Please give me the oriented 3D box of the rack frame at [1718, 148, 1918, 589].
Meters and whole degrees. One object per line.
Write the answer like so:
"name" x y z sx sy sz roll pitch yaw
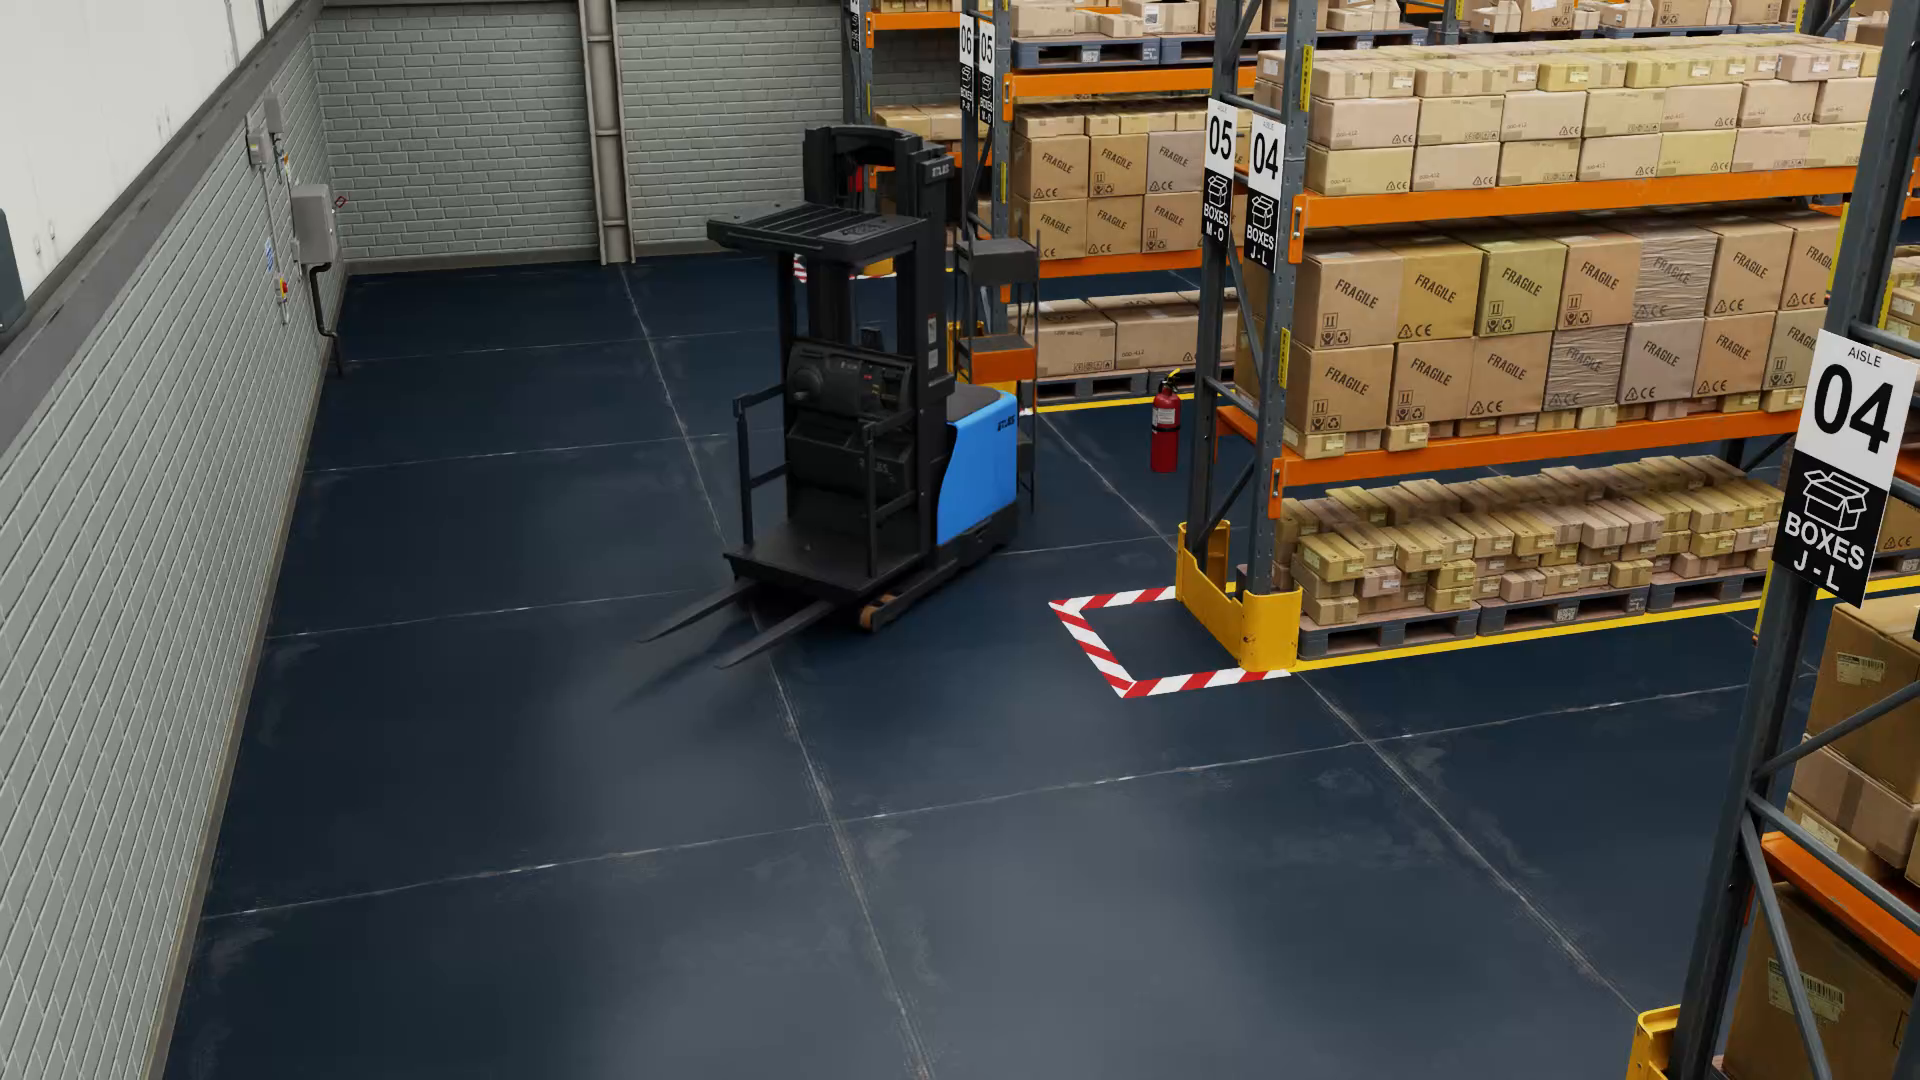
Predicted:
"rack frame" 5.493 -1.240 10.836 0.127 3.000 1.000 -6 24 -14

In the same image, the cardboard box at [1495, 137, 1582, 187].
"cardboard box" 3.144 -2.189 9.433 0.500 0.250 0.500 -7 24 -16

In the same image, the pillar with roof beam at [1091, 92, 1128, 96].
"pillar with roof beam" 2.963 -6.383 15.214 0.400 9.000 9.100 -6 24 -14

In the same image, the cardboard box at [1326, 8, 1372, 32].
"cardboard box" 3.275 -4.393 14.039 0.250 0.149 0.380 -6 24 -13

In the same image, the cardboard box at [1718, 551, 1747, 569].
"cardboard box" 4.935 0.044 10.926 0.250 0.149 0.380 -6 24 -13

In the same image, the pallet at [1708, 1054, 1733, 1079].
"pallet" 3.633 2.246 6.247 1.213 0.211 1.003 -6 24 -14

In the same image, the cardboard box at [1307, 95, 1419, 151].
"cardboard box" 2.144 -2.302 9.064 0.500 0.250 0.500 -6 24 -14

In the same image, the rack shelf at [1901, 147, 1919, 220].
"rack shelf" 7.419 -2.501 10.883 4.000 0.370 1.077 -6 24 -14

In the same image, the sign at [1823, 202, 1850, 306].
"sign" 2.751 -0.877 5.162 0.005 0.325 0.100 -6 24 -14

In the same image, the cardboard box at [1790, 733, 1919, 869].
"cardboard box" 3.279 0.860 5.755 0.500 0.250 0.500 -7 24 -15

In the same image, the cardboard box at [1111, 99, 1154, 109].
"cardboard box" 1.487 -3.708 14.370 0.250 0.149 0.380 -7 24 -15

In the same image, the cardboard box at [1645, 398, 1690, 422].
"cardboard box" 4.281 -0.872 10.298 0.250 0.149 0.380 -7 24 -17

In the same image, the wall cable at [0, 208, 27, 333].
"wall cable" -3.491 -3.862 5.258 0.120 5.999 2.277 -6 24 -14

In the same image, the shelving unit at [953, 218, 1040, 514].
"shelving unit" 0.250 -1.203 11.892 0.503 2.100 0.431 -7 24 -16

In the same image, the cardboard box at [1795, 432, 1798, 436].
"cardboard box" 6.142 -0.804 11.507 0.500 0.250 0.500 -7 24 -16

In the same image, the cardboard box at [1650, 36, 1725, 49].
"cardboard box" 4.387 -2.949 10.064 0.250 0.149 0.380 -7 24 -16

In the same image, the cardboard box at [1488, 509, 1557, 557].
"cardboard box" 3.500 -0.045 10.379 0.250 0.149 0.380 -6 24 -14

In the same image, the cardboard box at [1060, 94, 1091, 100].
"cardboard box" 1.208 -5.348 19.271 0.500 0.500 0.500 -7 24 -16

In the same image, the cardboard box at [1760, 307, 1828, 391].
"cardboard box" 5.104 -1.264 10.388 0.500 0.500 0.500 -6 24 -14

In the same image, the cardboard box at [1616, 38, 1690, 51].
"cardboard box" 4.144 -2.913 9.982 0.250 0.149 0.380 -7 24 -16

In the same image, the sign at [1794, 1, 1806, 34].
"sign" 5.340 -3.247 10.555 0.005 0.325 0.100 -6 24 -14

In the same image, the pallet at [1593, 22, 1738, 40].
"pallet" 6.228 -4.617 15.142 1.213 0.211 1.003 -5 24 -12

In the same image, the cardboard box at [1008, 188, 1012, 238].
"cardboard box" 0.600 -2.880 14.532 0.500 0.500 0.500 -6 24 -14

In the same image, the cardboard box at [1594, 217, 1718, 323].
"cardboard box" 4.120 -1.623 9.957 0.500 0.500 0.500 -6 24 -13

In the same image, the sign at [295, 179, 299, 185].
"sign" -5.975 -3.008 15.077 0.001 0.494 0.329 -6 24 -14

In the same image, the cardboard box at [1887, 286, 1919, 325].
"cardboard box" 5.996 -1.458 10.376 0.250 0.149 0.380 -5 24 -12

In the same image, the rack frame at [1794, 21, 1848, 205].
"rack frame" 7.910 -3.535 16.184 0.127 3.000 1.000 -6 24 -14

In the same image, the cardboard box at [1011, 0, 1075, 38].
"cardboard box" 0.616 -4.313 13.725 0.500 0.250 0.500 -9 25 -19

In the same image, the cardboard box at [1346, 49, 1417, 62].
"cardboard box" 2.393 -2.700 9.485 0.250 0.149 0.380 -7 24 -16

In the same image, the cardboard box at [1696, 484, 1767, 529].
"cardboard box" 4.985 -0.217 10.781 0.250 0.149 0.380 -6 24 -14

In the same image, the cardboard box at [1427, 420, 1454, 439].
"cardboard box" 2.762 -0.739 9.988 0.250 0.149 0.380 -5 24 -12

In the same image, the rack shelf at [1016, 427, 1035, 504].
"rack shelf" 0.250 -0.548 12.173 0.480 0.518 0.431 -7 24 -16

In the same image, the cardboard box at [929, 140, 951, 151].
"cardboard box" -0.271 -4.468 18.677 0.250 0.149 0.380 -7 24 -15

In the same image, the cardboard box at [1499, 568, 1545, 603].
"cardboard box" 3.459 0.238 10.473 0.250 0.149 0.380 -8 24 -17

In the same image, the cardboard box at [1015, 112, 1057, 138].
"cardboard box" 0.624 -3.419 13.696 0.250 0.149 0.380 -6 24 -13

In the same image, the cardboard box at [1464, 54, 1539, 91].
"cardboard box" 3.000 -2.599 9.250 0.250 0.149 0.380 -6 24 -13

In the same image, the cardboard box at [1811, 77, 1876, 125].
"cardboard box" 5.117 -2.634 9.836 0.500 0.250 0.500 -7 24 -17

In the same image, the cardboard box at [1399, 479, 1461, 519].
"cardboard box" 3.065 -0.257 10.873 0.250 0.149 0.380 -5 24 -12

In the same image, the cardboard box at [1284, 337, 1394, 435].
"cardboard box" 2.148 -0.940 9.632 0.500 0.500 0.500 -5 24 -12

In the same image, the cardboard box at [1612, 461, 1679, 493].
"cardboard box" 4.594 -0.386 11.174 0.250 0.149 0.380 -7 24 -15

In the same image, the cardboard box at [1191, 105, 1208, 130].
"cardboard box" 2.128 -3.568 14.044 0.250 0.149 0.380 -7 24 -16

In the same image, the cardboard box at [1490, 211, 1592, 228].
"cardboard box" 3.510 -1.770 10.298 0.500 0.500 0.500 -7 24 -16

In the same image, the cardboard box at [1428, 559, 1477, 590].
"cardboard box" 2.982 0.155 10.291 0.250 0.149 0.380 -6 24 -13

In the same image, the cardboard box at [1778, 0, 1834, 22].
"cardboard box" 7.588 -5.056 15.262 0.637 0.503 0.797 -8 24 -18

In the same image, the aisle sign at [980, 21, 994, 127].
"aisle sign" 0.216 -3.759 13.411 0.004 0.787 0.394 -6 24 -14

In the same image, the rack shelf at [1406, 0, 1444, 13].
"rack shelf" 4.640 -6.254 19.629 4.000 0.370 1.077 -6 24 -14

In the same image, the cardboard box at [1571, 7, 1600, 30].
"cardboard box" 5.371 -4.575 14.567 0.250 0.166 0.380 -8 24 -18

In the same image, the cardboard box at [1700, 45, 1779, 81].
"cardboard box" 4.505 -2.768 9.644 0.250 0.149 0.380 -5 24 -12

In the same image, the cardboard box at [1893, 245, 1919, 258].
"cardboard box" 9.896 -2.737 17.124 0.625 0.372 0.950 -6 24 -13

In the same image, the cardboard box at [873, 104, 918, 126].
"cardboard box" -0.766 -4.784 18.909 0.500 0.250 0.500 -6 24 -13

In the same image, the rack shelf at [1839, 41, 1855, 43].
"rack shelf" 9.835 -4.796 16.231 4.000 0.370 1.077 -6 24 -14

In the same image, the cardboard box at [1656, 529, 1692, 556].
"cardboard box" 4.497 -0.047 10.761 0.250 0.149 0.380 -6 24 -14

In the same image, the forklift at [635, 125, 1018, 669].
"forklift" -0.816 -0.981 10.319 1.130 2.935 3.031 14 27 30

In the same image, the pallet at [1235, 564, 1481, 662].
"pallet" 2.507 0.386 10.582 1.213 0.211 1.003 -6 24 -14
